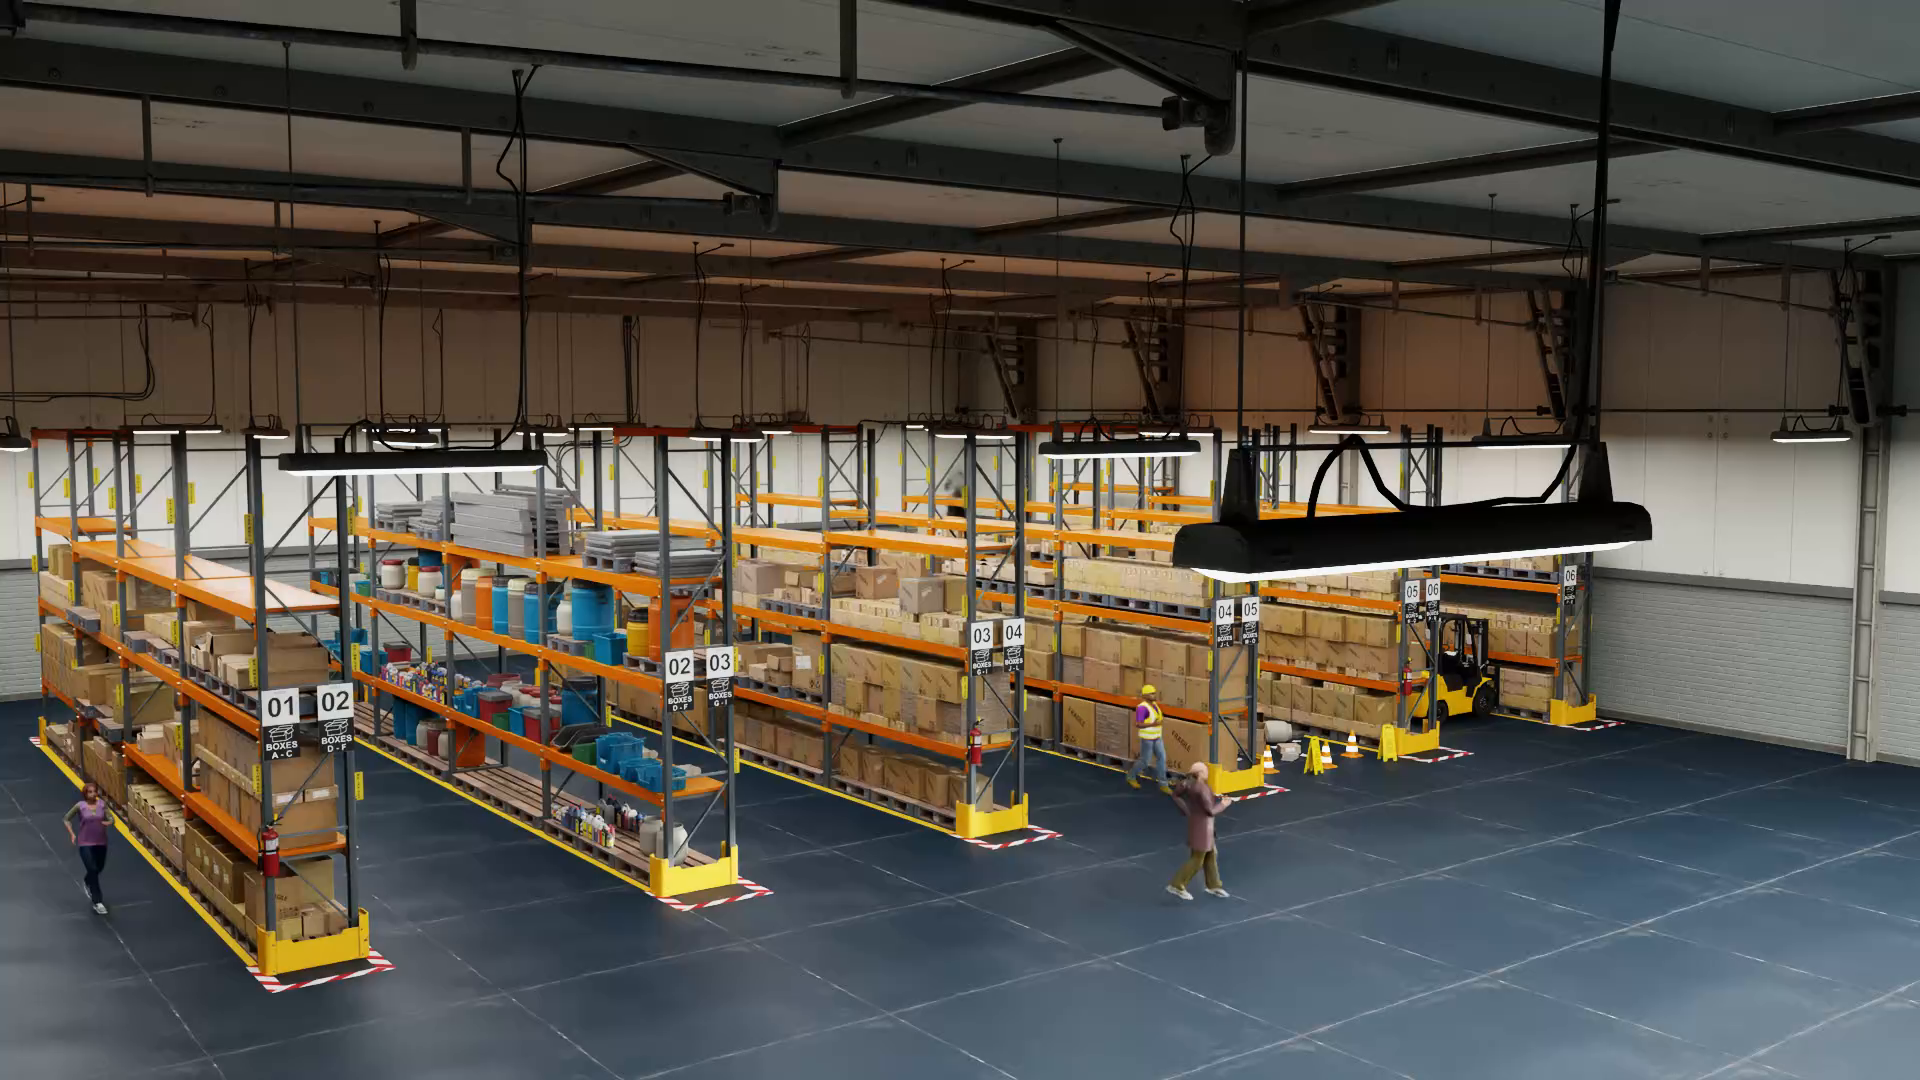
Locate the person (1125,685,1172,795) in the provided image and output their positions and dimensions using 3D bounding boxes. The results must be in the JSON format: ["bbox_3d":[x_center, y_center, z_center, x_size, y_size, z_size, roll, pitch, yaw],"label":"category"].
[{"bbox_3d":[3.135,3.272,27.353,0.894,1.779,0.695,4,6,41],"label":"person"}]

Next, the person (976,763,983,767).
[{"bbox_3d":[0.004,3.179,29.789,0.590,1.695,1.038,-4,6,-44],"label":"person"}]

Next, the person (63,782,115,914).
[{"bbox_3d":[-10.984,3.857,21.043,0.883,1.594,0.531,4,6,42],"label":"person"}]

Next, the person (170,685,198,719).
[{"bbox_3d":[-15.327,2.932,32.593,0.928,1.707,0.705,3,5,33],"label":"person"}]

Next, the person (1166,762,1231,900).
[{"bbox_3d":[3.073,3.746,21.321,0.910,1.819,0.690,-1,5,-11],"label":"person"}]
